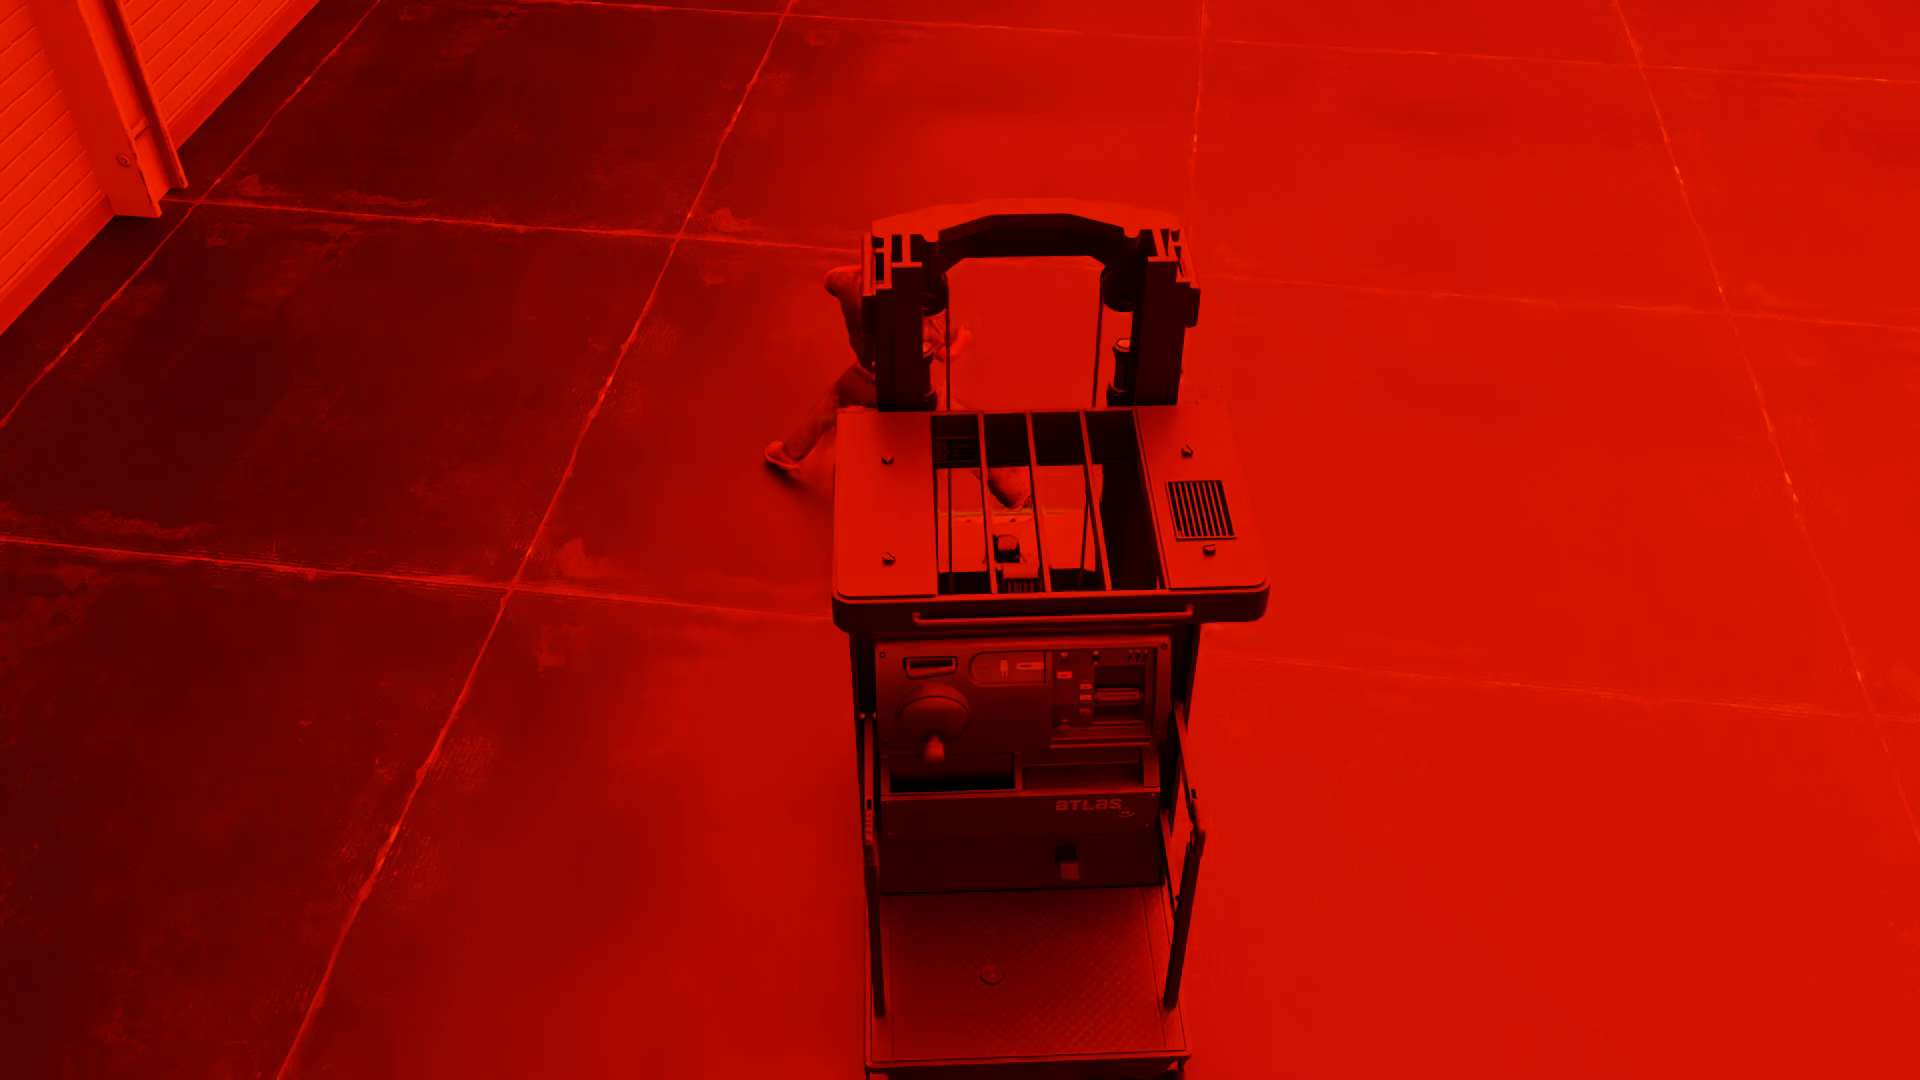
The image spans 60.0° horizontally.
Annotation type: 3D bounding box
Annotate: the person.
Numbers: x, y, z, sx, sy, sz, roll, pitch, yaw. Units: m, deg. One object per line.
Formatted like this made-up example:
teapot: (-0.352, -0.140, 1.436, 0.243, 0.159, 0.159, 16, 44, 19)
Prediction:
person: (-0.300, -0.841, 7.734, 1.250, 1.445, 0.791, 29, 50, 27)

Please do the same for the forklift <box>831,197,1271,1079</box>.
forklift: (0.210, 0.583, 5.089, 1.130, 2.935, 3.031, -2, 43, -2)
